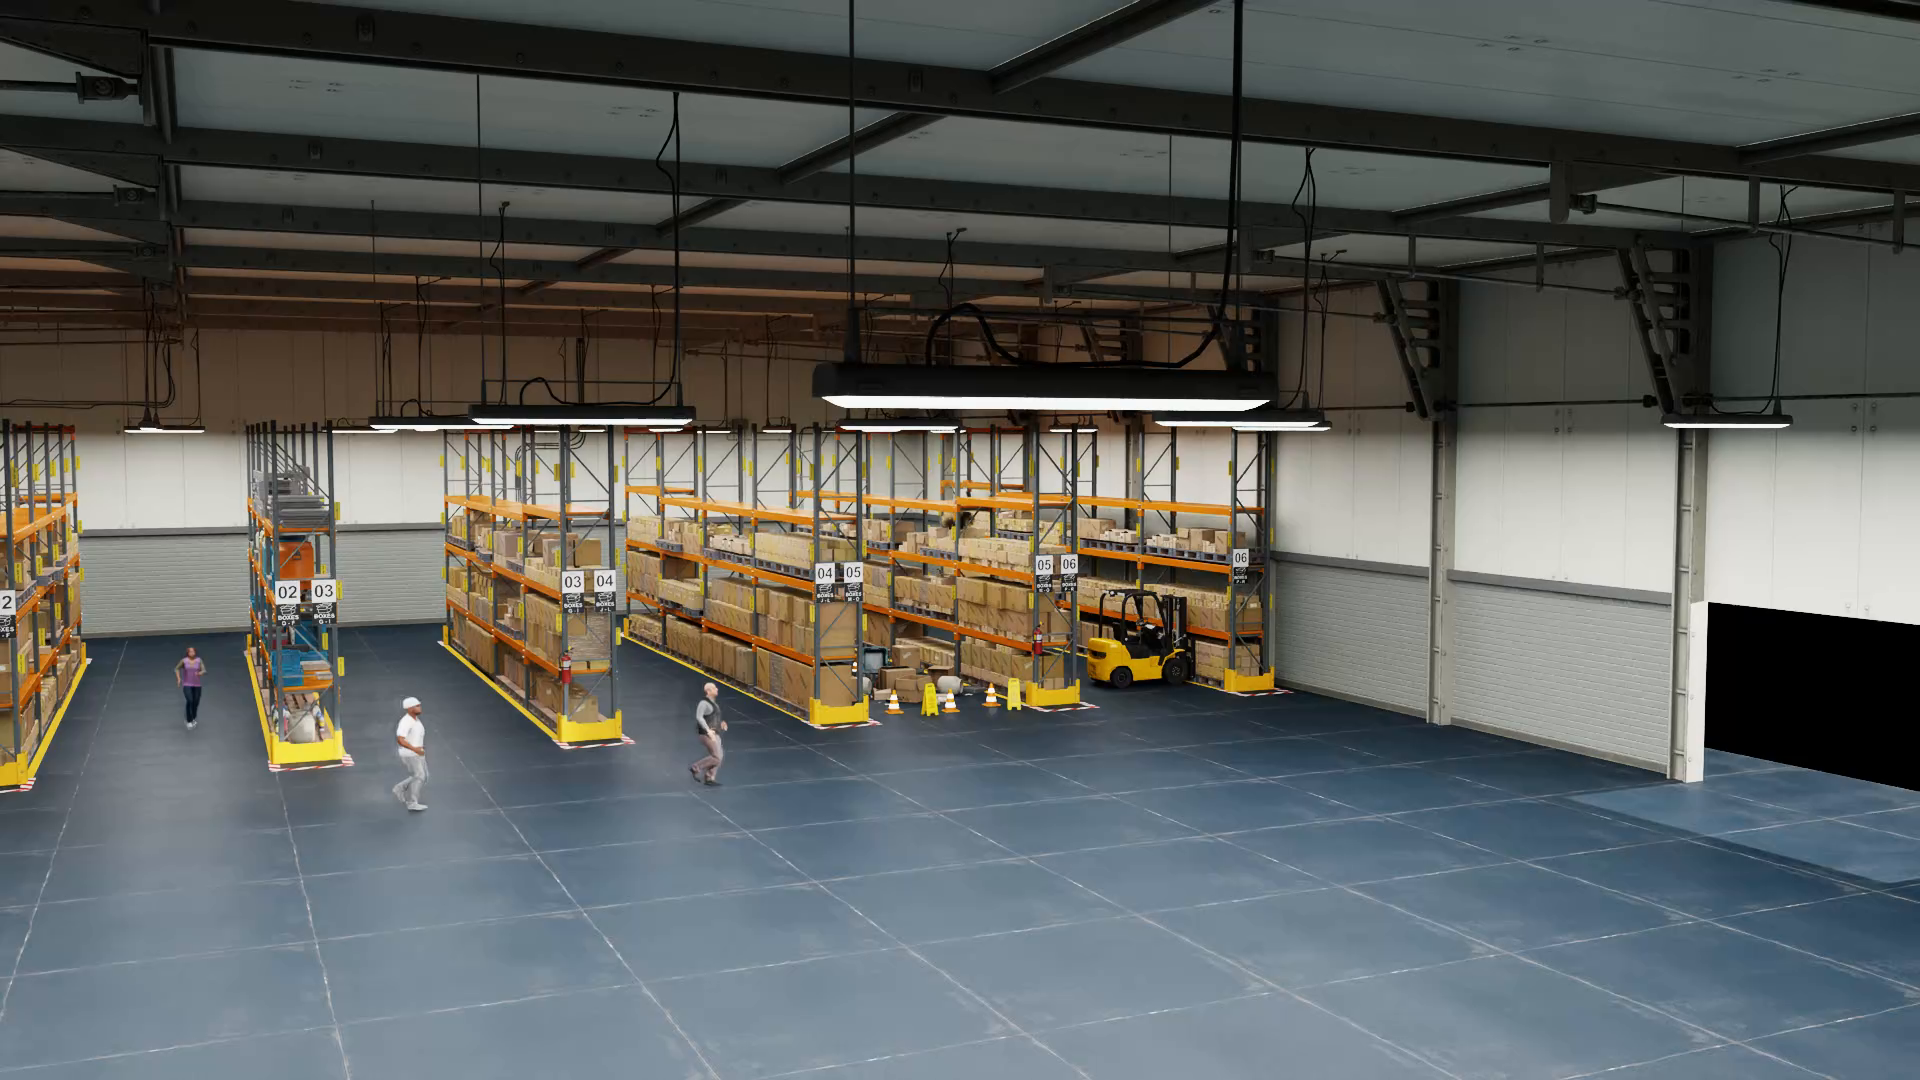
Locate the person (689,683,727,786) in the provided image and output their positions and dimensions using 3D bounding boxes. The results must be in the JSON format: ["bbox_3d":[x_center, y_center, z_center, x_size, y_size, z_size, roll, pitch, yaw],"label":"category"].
[{"bbox_3d":[-4.126,3.183,27.251,0.578,1.693,0.678,0,4,5],"label":"person"}]

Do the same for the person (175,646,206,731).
[{"bbox_3d":[-15.018,2.890,32.503,0.503,1.644,0.710,-3,5,-38],"label":"person"}]

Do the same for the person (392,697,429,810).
[{"bbox_3d":[-8.423,3.268,25.411,0.581,1.725,0.720,0,4,-3],"label":"person"}]
